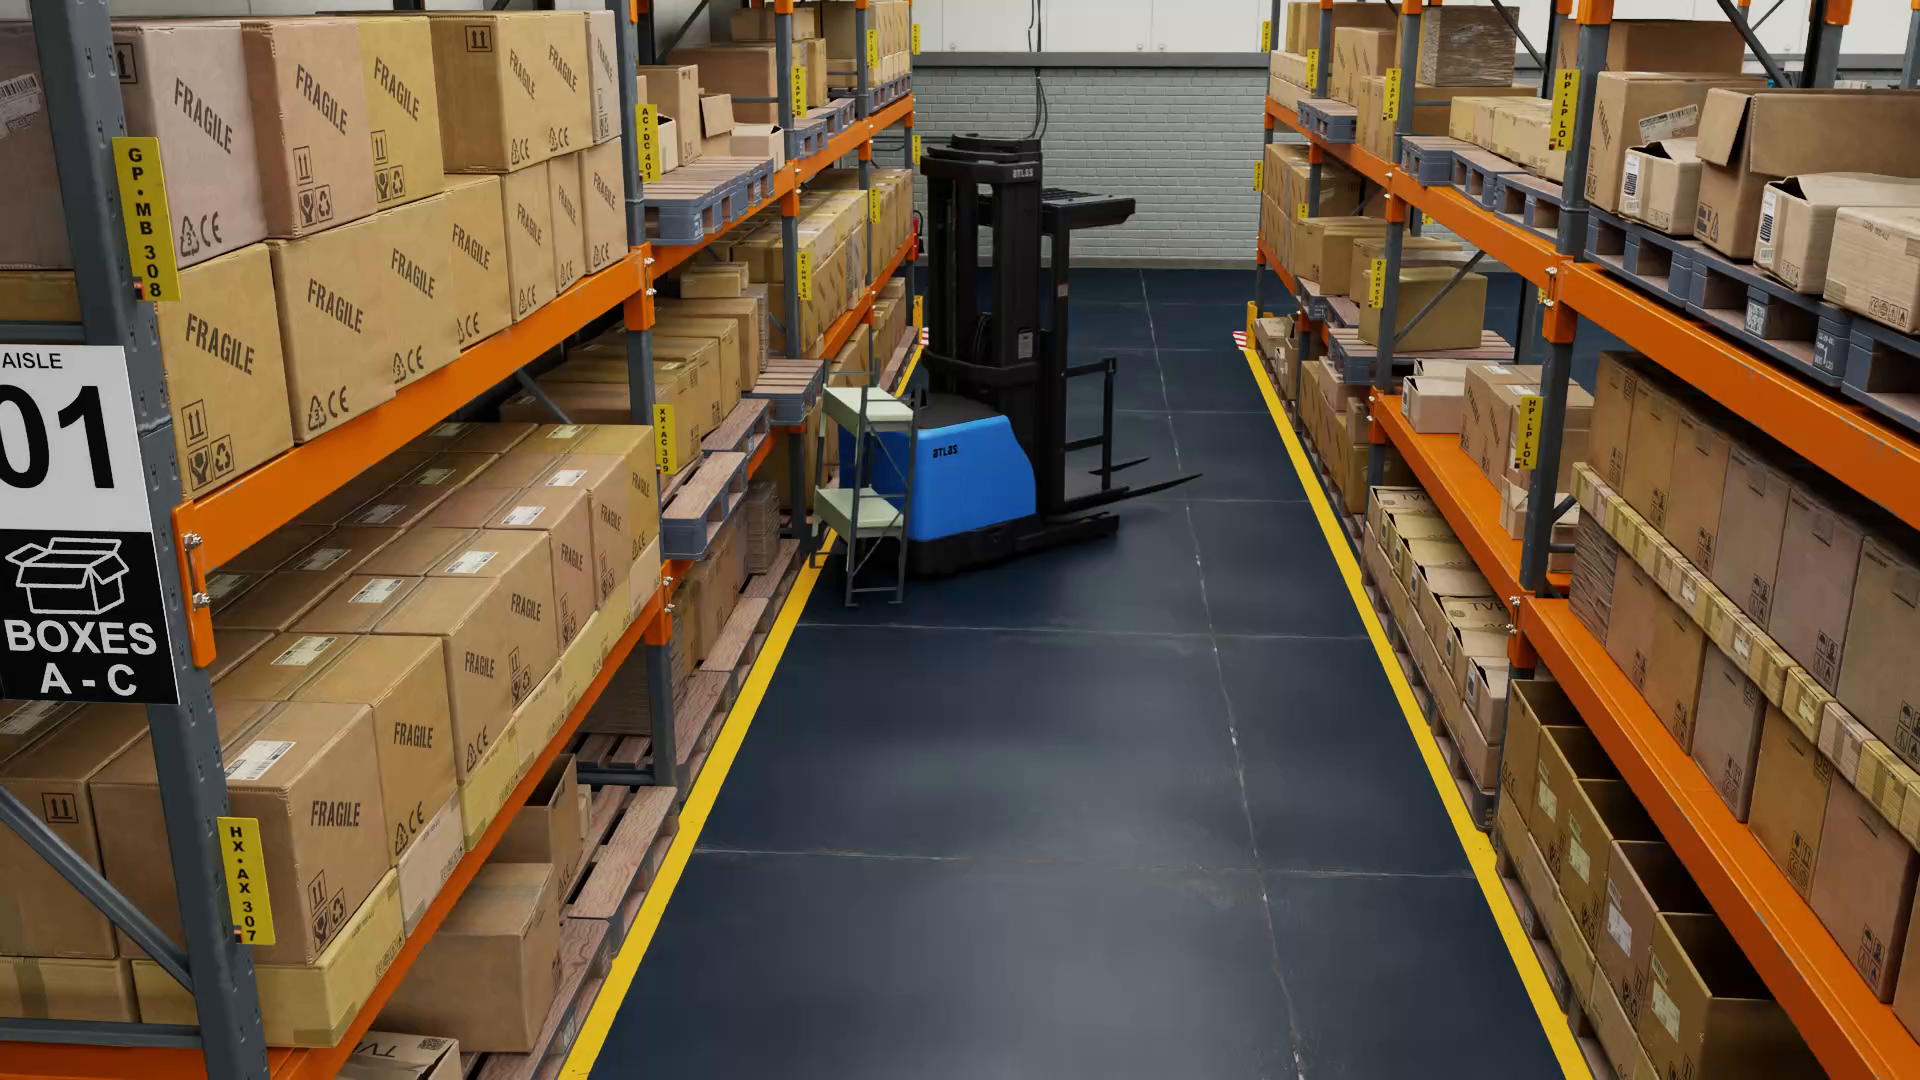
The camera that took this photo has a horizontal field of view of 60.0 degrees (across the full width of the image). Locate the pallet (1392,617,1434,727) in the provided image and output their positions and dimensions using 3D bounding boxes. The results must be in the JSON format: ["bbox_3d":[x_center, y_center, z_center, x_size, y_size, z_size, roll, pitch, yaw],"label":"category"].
[{"bbox_3d":[3.143,0.767,9.743,1.003,0.211,1.213,1,18,4],"label":"pallet"}]

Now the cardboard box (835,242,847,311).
[{"bbox_3d":[-1.207,-2.122,13.412,0.500,0.500,0.500,2,18,5],"label":"cardboard box"}]

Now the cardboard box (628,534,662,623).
[{"bbox_3d":[-1.628,0.158,7.333,0.500,0.250,0.500,1,18,4],"label":"cardboard box"}]

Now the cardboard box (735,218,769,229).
[{"bbox_3d":[-1.755,-2.322,12.816,0.500,0.250,0.500,1,18,3],"label":"cardboard box"}]

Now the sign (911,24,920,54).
[{"bbox_3d":[-0.496,-5.577,18.514,0.100,0.325,0.005,1,18,4],"label":"sign"}]

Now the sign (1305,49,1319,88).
[{"bbox_3d":[3.076,-4.114,14.513,0.100,0.325,0.005,1,18,4],"label":"sign"}]

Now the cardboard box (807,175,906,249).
[{"bbox_3d":[-1.104,-3.543,17.935,0.980,0.700,0.700,1,18,3],"label":"cardboard box"}]

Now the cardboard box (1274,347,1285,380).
[{"bbox_3d":[3.430,-1.781,16.652,0.500,0.311,0.500,1,18,4],"label":"cardboard box"}]

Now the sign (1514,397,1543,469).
[{"bbox_3d":[2.503,-0.470,7.308,0.100,0.325,0.005,1,18,4],"label":"sign"}]

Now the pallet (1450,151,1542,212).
[{"bbox_3d":[3.295,-1.966,9.093,1.003,0.211,1.213,2,18,6],"label":"pallet"}]

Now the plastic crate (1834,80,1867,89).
[{"bbox_3d":[8.379,-4.251,15.953,0.437,0.282,0.530,1,18,4],"label":"plastic crate"}]

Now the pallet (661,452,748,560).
[{"bbox_3d":[-1.697,-0.201,8.527,1.003,0.211,1.213,1,18,4],"label":"pallet"}]

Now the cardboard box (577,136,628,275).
[{"bbox_3d":[-1.686,-1.377,6.799,0.500,0.500,0.500,2,18,5],"label":"cardboard box"}]

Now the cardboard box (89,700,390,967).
[{"bbox_3d":[-1.849,0.748,4.326,0.500,0.500,0.500,1,18,4],"label":"cardboard box"}]

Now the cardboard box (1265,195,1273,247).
[{"bbox_3d":[3.578,-3.431,17.915,0.500,0.500,0.500,1,18,3],"label":"cardboard box"}]

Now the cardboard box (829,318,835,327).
[{"bbox_3d":[-1.230,-1.845,13.609,0.380,0.149,0.250,2,18,6],"label":"cardboard box"}]

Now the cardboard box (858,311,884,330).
[{"bbox_3d":[-0.961,-2.195,16.602,0.380,0.149,0.250,2,18,6],"label":"cardboard box"}]

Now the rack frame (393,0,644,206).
[{"bbox_3d":[-1.897,-2.909,6.848,1.000,3.000,0.127,1,18,4],"label":"rack frame"}]

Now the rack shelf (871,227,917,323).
[{"bbox_3d":[-1.180,-2.822,17.373,1.077,0.370,4.000,1,18,4],"label":"rack shelf"}]

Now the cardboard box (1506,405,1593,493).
[{"bbox_3d":[3.154,-0.398,8.659,0.500,0.500,0.500,3,18,8],"label":"cardboard box"}]

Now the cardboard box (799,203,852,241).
[{"bbox_3d":[-1.184,-2.629,13.756,0.500,0.250,0.500,2,18,5],"label":"cardboard box"}]

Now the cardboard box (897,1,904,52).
[{"bbox_3d":[-0.863,-5.354,17.329,0.500,0.500,0.500,2,18,6],"label":"cardboard box"}]

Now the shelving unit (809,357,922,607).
[{"bbox_3d":[-0.649,-0.401,11.131,0.431,1.500,0.755,-3,20,-24],"label":"shelving unit"}]

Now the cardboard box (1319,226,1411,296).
[{"bbox_3d":[3.375,-2.323,13.860,0.700,0.500,0.500,4,19,13],"label":"cardboard box"}]

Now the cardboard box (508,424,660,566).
[{"bbox_3d":[-1.622,-0.199,7.217,0.500,0.500,0.500,1,18,4],"label":"cardboard box"}]

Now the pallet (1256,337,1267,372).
[{"bbox_3d":[3.843,-2.079,18.429,1.003,0.211,1.213,1,18,4],"label":"pallet"}]

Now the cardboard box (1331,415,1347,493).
[{"bbox_3d":[3.202,-0.668,12.953,0.500,0.500,0.500,1,18,2],"label":"cardboard box"}]

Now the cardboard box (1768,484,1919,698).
[{"bbox_3d":[2.876,0.149,4.908,0.700,0.500,0.500,1,18,4],"label":"cardboard box"}]

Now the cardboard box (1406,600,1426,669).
[{"bbox_3d":[2.897,0.549,9.670,0.500,0.250,0.500,2,18,5],"label":"cardboard box"}]

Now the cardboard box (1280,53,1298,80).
[{"bbox_3d":[3.536,-4.803,16.884,0.500,0.250,0.500,1,18,4],"label":"cardboard box"}]

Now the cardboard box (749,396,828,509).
[{"bbox_3d":[-1.426,-0.704,12.531,0.750,0.750,0.750,1,18,3],"label":"cardboard box"}]

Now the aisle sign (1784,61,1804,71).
[{"bbox_3d":[9.143,-4.815,18.125,0.394,0.787,0.004,1,18,4],"label":"aisle sign"}]

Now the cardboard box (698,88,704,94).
[{"bbox_3d":[-1.891,-2.564,10.421,0.500,0.500,0.500,1,18,4],"label":"cardboard box"}]

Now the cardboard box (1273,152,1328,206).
[{"bbox_3d":[3.539,-3.748,17.279,0.500,0.500,0.500,2,18,5],"label":"cardboard box"}]

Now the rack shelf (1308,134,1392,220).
[{"bbox_3d":[3.475,-2.895,12.780,1.077,0.370,4.000,1,18,4],"label":"rack shelf"}]

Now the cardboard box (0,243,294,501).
[{"bbox_3d":[-1.910,-0.396,3.805,0.500,0.500,0.500,2,18,5],"label":"cardboard box"}]

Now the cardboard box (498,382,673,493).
[{"bbox_3d":[-1.826,-0.472,8.178,0.700,0.500,0.500,1,18,4],"label":"cardboard box"}]

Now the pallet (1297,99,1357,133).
[{"bbox_3d":[3.501,-3.568,13.980,1.213,0.211,1.003,1,18,4],"label":"pallet"}]

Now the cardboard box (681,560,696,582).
[{"bbox_3d":[-1.799,0.037,9.596,0.500,0.250,0.500,1,18,2],"label":"cardboard box"}]

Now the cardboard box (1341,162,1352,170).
[{"bbox_3d":[4.006,-3.416,16.264,0.500,0.500,0.500,1,18,2],"label":"cardboard box"}]

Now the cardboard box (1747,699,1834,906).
[{"bbox_3d":[2.878,0.784,5.051,0.700,0.500,0.500,1,18,4],"label":"cardboard box"}]

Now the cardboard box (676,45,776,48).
[{"bbox_3d":[-1.647,-3.300,11.992,0.700,0.500,0.500,0,18,1],"label":"cardboard box"}]

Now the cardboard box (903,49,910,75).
[{"bbox_3d":[-0.824,-5.153,17.920,0.500,0.250,0.500,2,18,6],"label":"cardboard box"}]

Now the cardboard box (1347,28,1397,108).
[{"bbox_3d":[3.483,-3.790,13.360,0.600,0.600,0.600,1,18,3],"label":"cardboard box"}]

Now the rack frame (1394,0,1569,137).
[{"bbox_3d":[3.331,-4.042,10.306,1.000,3.000,0.127,1,18,4],"label":"rack frame"}]

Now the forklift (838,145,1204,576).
[{"bbox_3d":[0.574,-1.470,12.303,3.031,2.867,1.129,-14,23,-37],"label":"forklift"}]

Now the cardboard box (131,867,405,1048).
[{"bbox_3d":[-1.832,1.102,4.452,0.500,0.250,0.500,1,18,2],"label":"cardboard box"}]

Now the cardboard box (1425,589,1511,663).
[{"bbox_3d":[2.857,0.443,9.094,0.500,0.311,0.500,1,18,4],"label":"cardboard box"}]

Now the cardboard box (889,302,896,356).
[{"bbox_3d":[-1.058,-2.265,17.859,0.700,0.500,0.500,1,18,2],"label":"cardboard box"}]

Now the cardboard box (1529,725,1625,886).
[{"bbox_3d":[2.671,1.095,6.802,0.500,0.500,0.500,1,18,4],"label":"cardboard box"}]

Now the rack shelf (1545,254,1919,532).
[{"bbox_3d":[2.901,-0.411,5.198,1.077,0.370,4.000,1,18,4],"label":"rack shelf"}]

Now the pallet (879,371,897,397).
[{"bbox_3d":[-1.190,-1.452,16.515,1.003,0.211,1.213,1,18,4],"label":"pallet"}]

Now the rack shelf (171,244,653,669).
[{"bbox_3d":[-2.040,-0.520,5.532,1.077,0.370,4.000,1,18,4],"label":"rack shelf"}]

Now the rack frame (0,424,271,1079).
[{"bbox_3d":[-2.183,1.184,3.991,1.000,3.000,0.127,1,18,4],"label":"rack frame"}]

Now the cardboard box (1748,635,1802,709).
[{"bbox_3d":[2.687,0.413,5.143,0.380,0.149,0.250,2,18,5],"label":"cardboard box"}]
